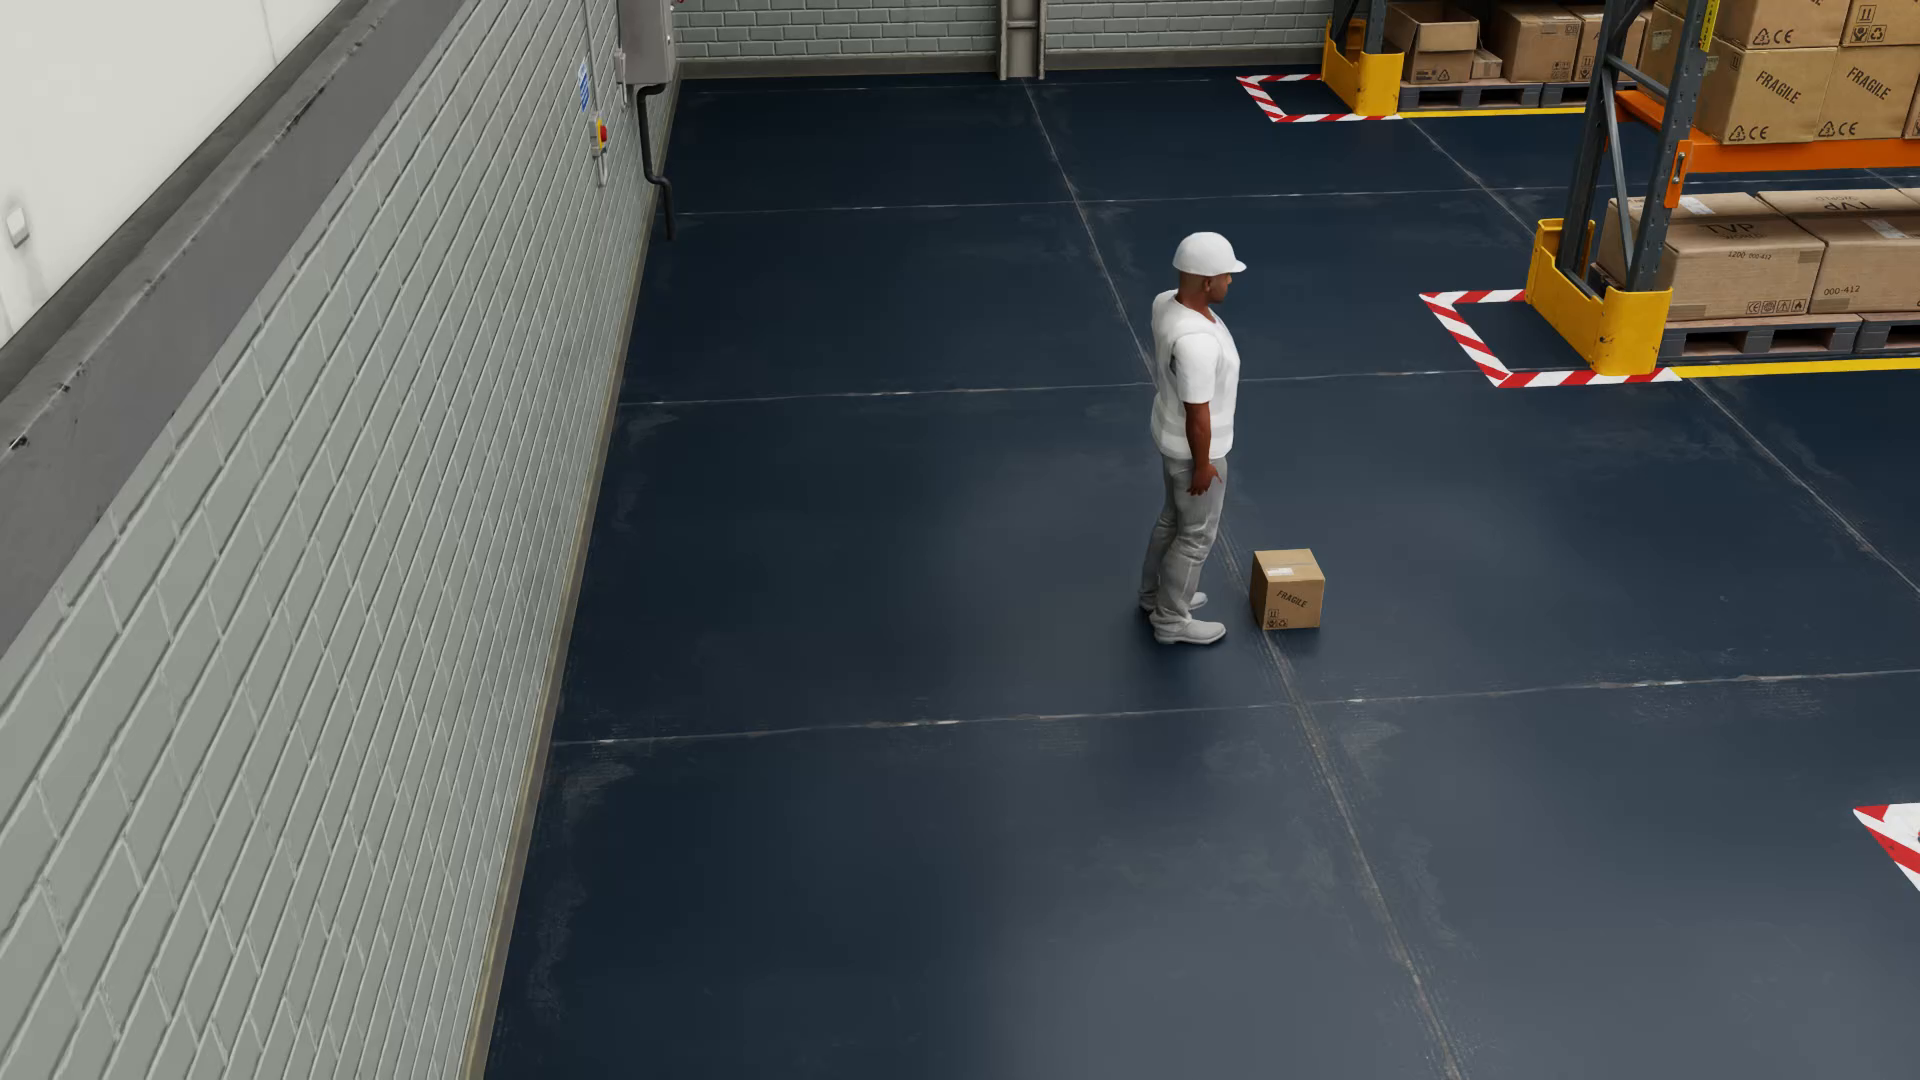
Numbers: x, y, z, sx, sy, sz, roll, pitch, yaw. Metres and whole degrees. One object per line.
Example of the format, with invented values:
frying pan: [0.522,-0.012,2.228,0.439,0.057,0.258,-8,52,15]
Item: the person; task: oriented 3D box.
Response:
person: [0.946,-0.410,6.807,0.364,1.773,0.565,-2,31,-3]
